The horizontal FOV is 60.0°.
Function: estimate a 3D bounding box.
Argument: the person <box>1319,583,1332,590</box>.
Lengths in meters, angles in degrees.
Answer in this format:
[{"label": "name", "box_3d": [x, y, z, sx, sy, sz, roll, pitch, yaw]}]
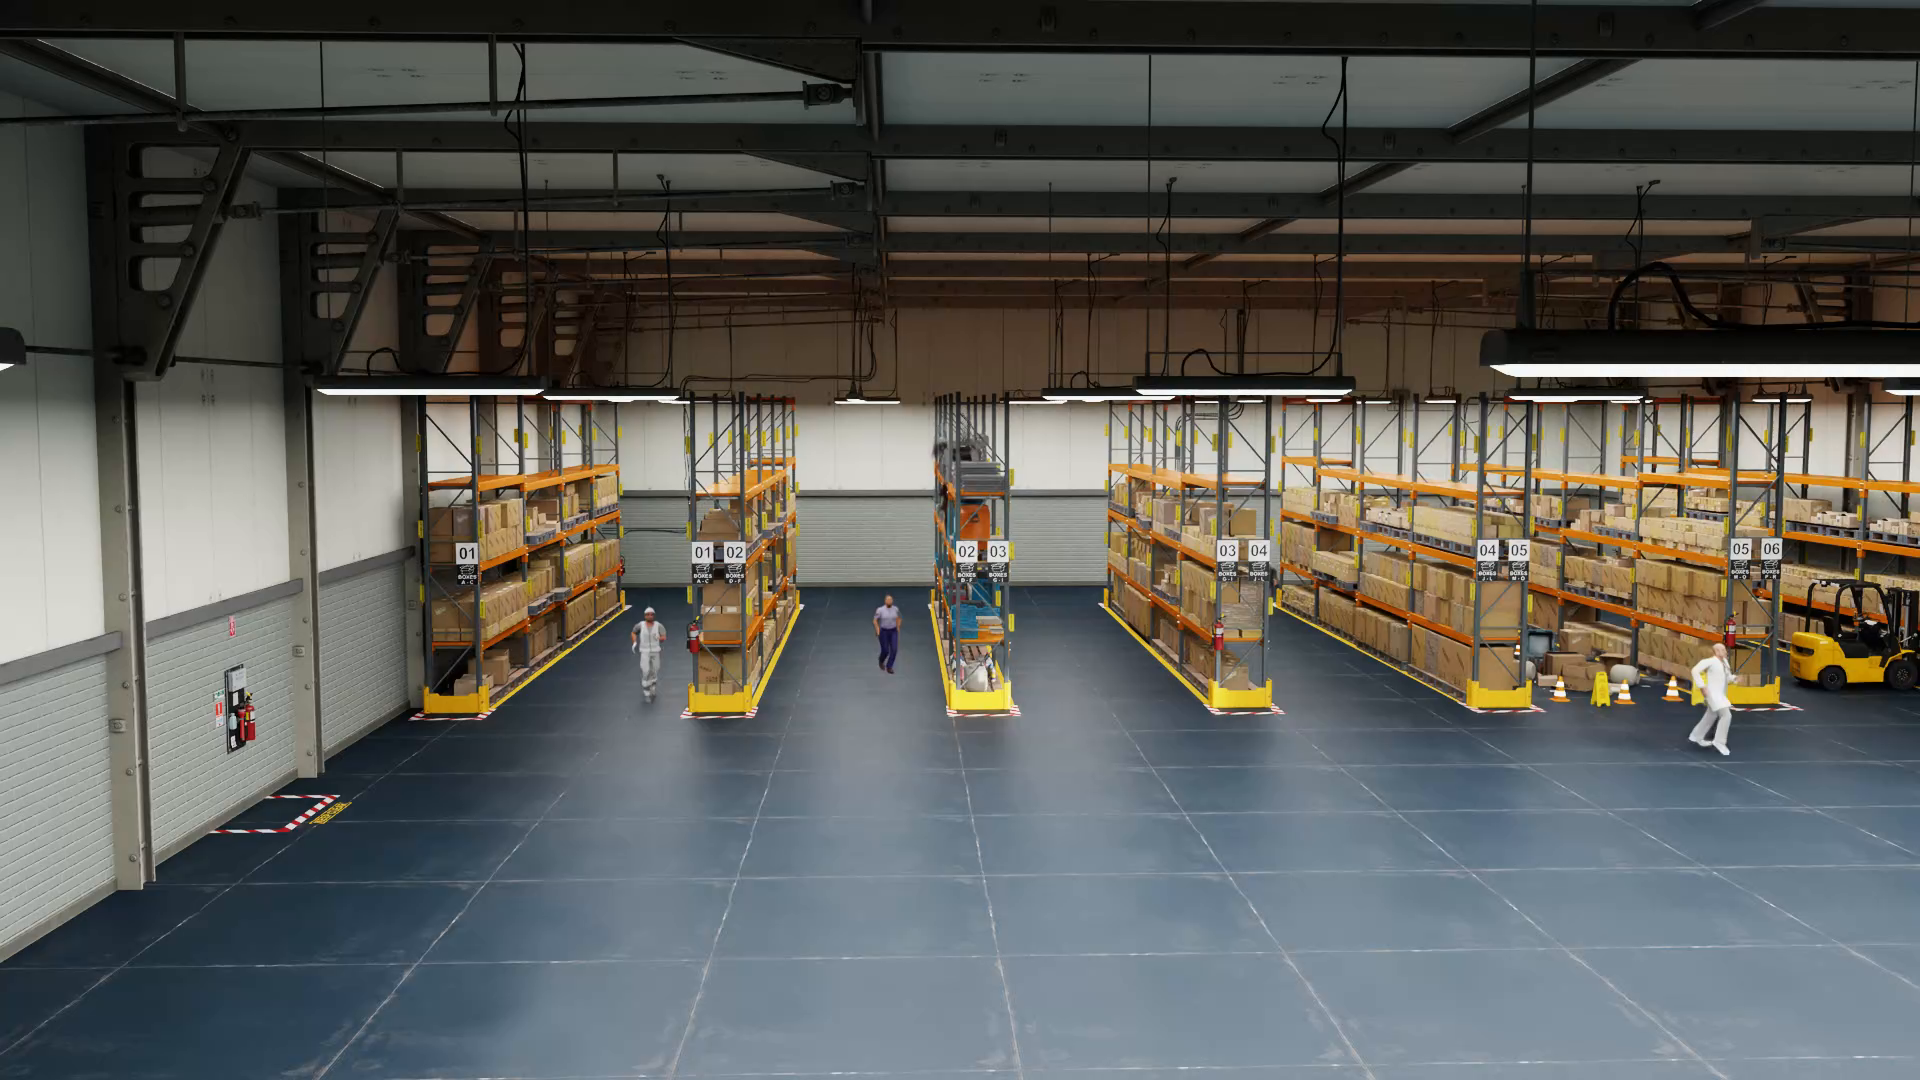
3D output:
[{"label": "person", "box_3d": [10.710, 1.060, 48.909, 0.668, 1.550, 0.586, 4, 6, 44]}]

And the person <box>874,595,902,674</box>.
[{"label": "person", "box_3d": [-1.477, 1.914, 34.085, 0.593, 1.615, 0.518, -1, 5, -18]}]

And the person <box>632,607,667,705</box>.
[{"label": "person", "box_3d": [-6.038, 2.224, 32.342, 0.651, 1.835, 0.852, -1, 5, -18]}]

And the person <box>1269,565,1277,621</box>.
[{"label": "person", "box_3d": [8.155, 1.309, 44.419, 0.662, 1.736, 0.874, 0, 5, 3]}]

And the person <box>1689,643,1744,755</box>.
[{"label": "person", "box_3d": [12.573, 2.626, 27.669, 0.685, 1.839, 0.859, -4, 6, -44]}]
